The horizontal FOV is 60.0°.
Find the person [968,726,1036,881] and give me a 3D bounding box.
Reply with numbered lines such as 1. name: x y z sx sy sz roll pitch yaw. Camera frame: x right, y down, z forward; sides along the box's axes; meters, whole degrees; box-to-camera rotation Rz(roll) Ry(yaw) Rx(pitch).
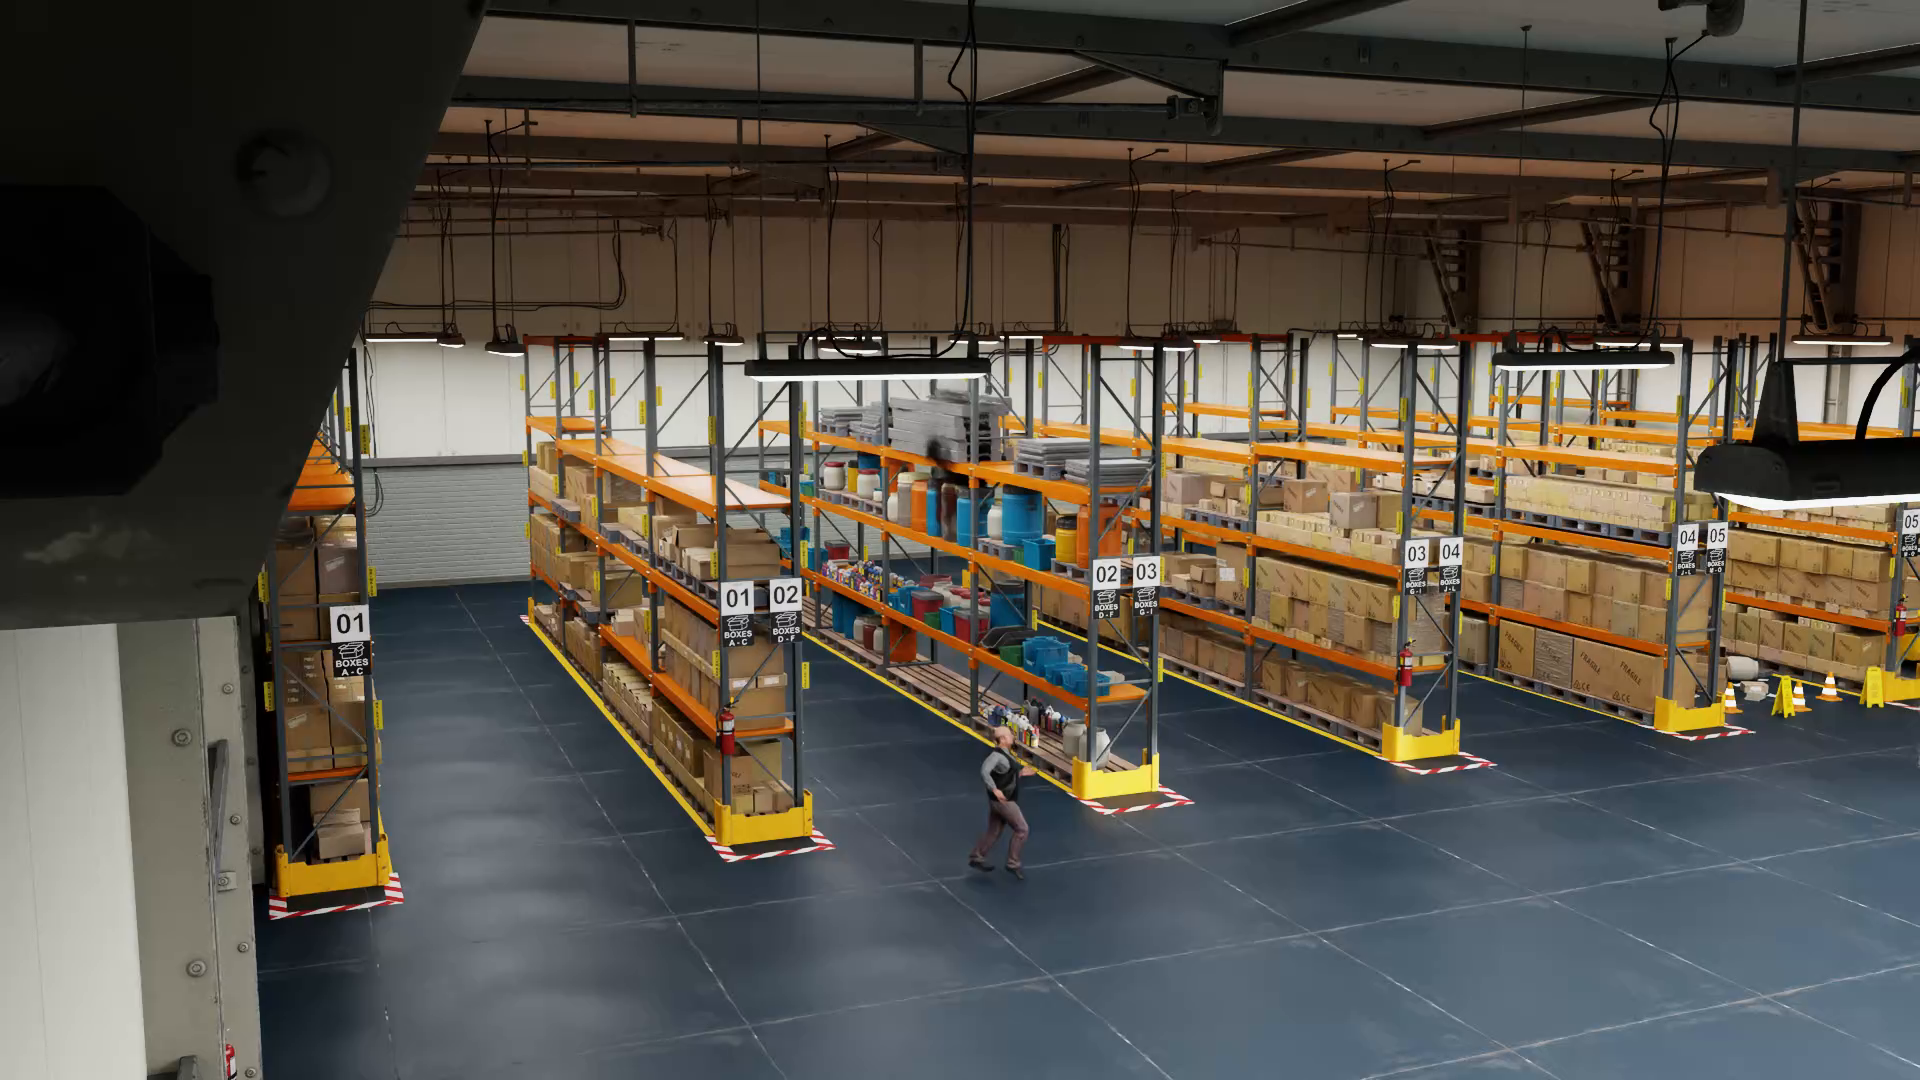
1. person: 0.481 2.990 18.875 0.779 1.783 0.638 0 8 0

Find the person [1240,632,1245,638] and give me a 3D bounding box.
1. person: 5.598 1.223 31.848 0.667 1.737 0.605 -4 9 -28
